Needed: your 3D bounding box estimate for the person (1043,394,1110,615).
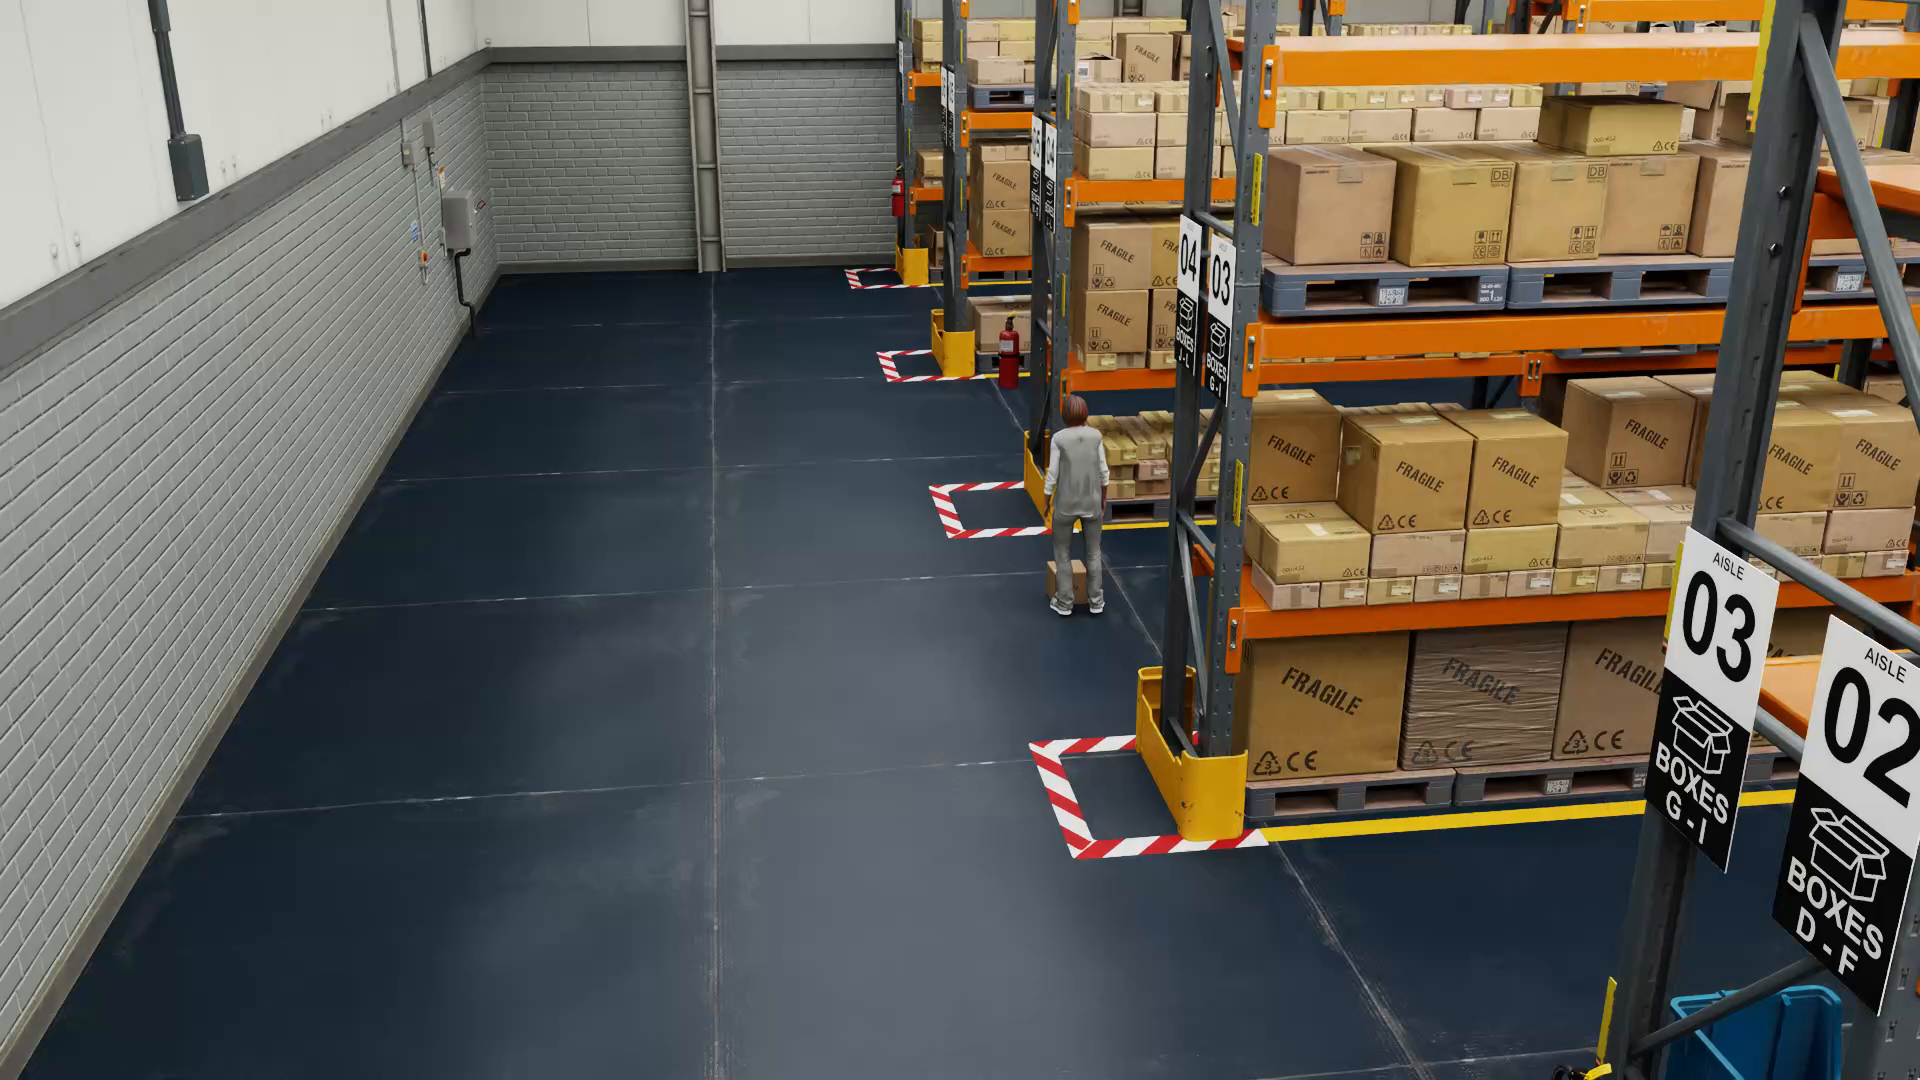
[{"bbox_3d":[0.824,-0.235,11.723,0.483,1.594,0.340,-4,21,-10],"label":"person"}]
